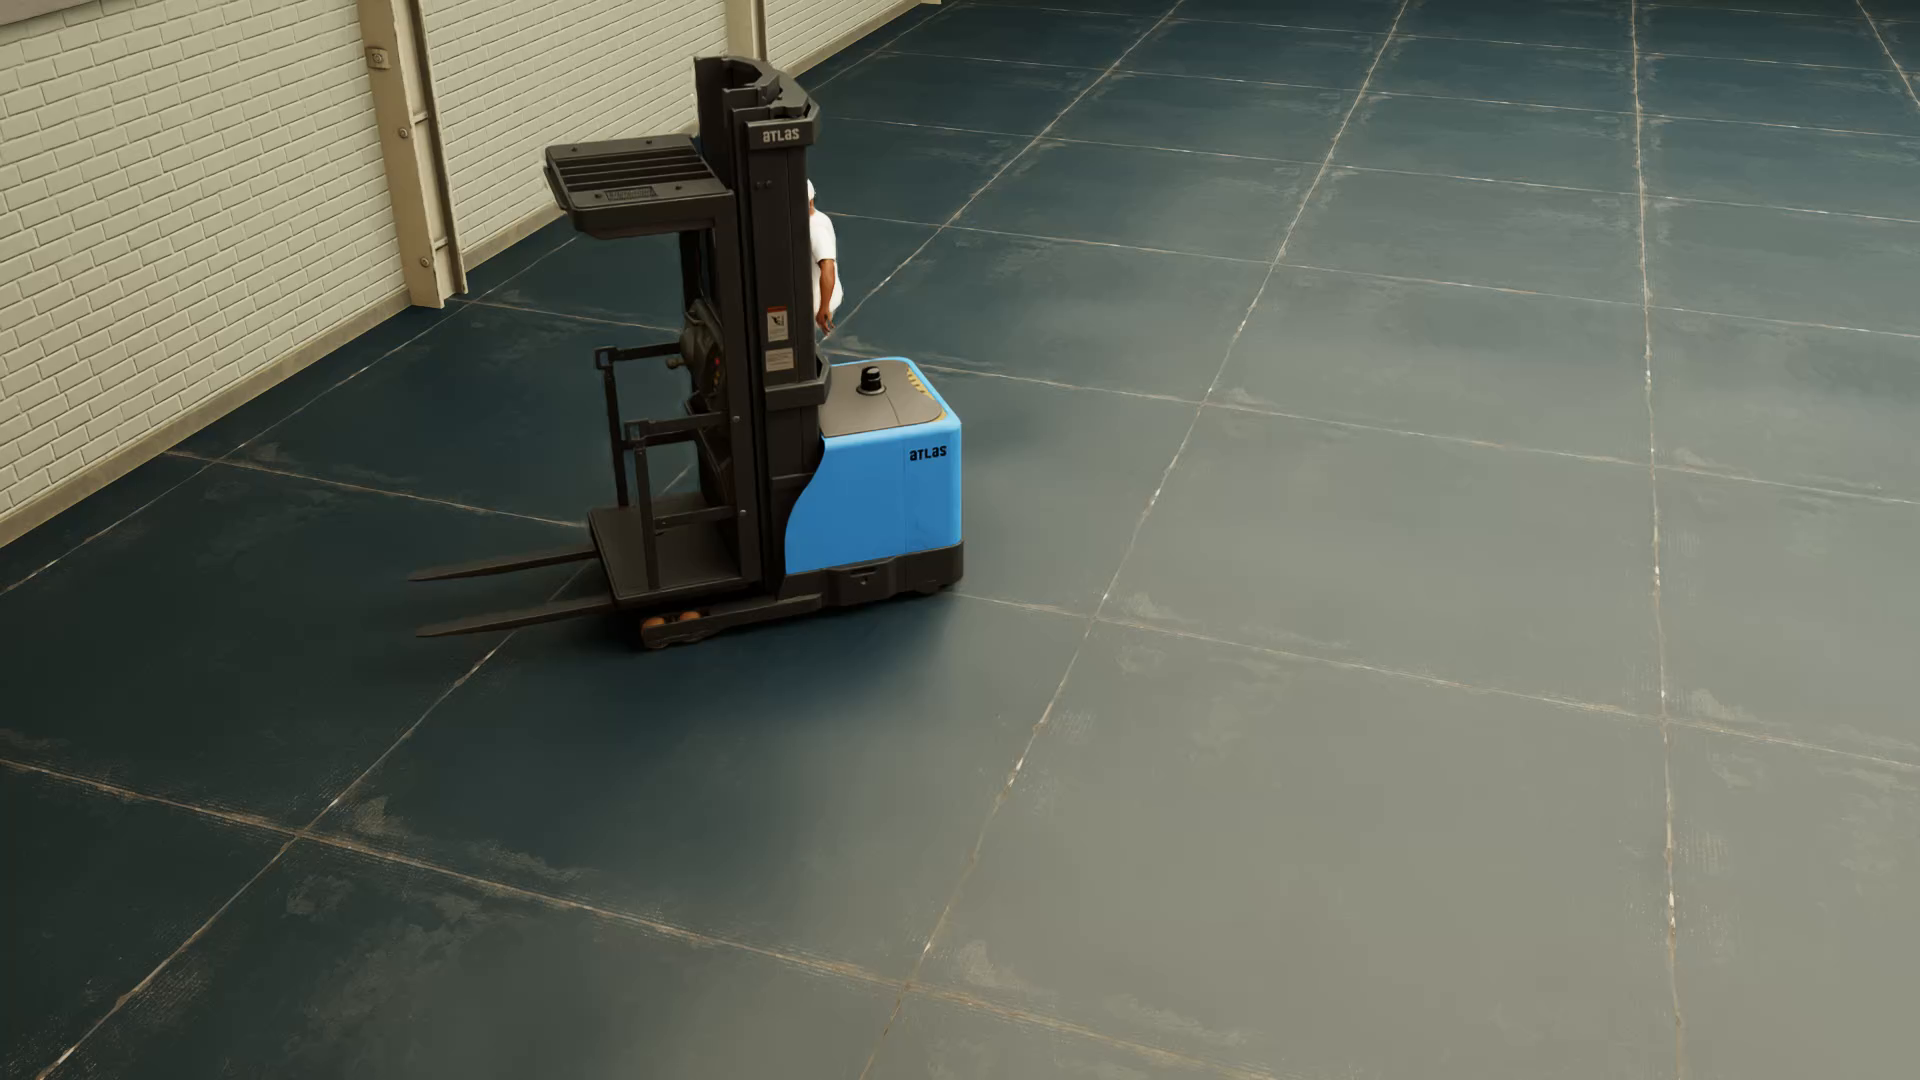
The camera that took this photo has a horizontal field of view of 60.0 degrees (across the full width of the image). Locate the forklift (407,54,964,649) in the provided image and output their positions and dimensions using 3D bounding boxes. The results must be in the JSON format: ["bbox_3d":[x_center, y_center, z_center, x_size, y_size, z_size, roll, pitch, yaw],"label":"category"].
[{"bbox_3d":[-1.553,-0.976,8.849,3.031,2.935,1.130,-10,31,-17],"label":"forklift"}]

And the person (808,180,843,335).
[{"bbox_3d":[-1.052,-1.640,11.289,0.693,1.674,0.807,8,31,14],"label":"person"}]
